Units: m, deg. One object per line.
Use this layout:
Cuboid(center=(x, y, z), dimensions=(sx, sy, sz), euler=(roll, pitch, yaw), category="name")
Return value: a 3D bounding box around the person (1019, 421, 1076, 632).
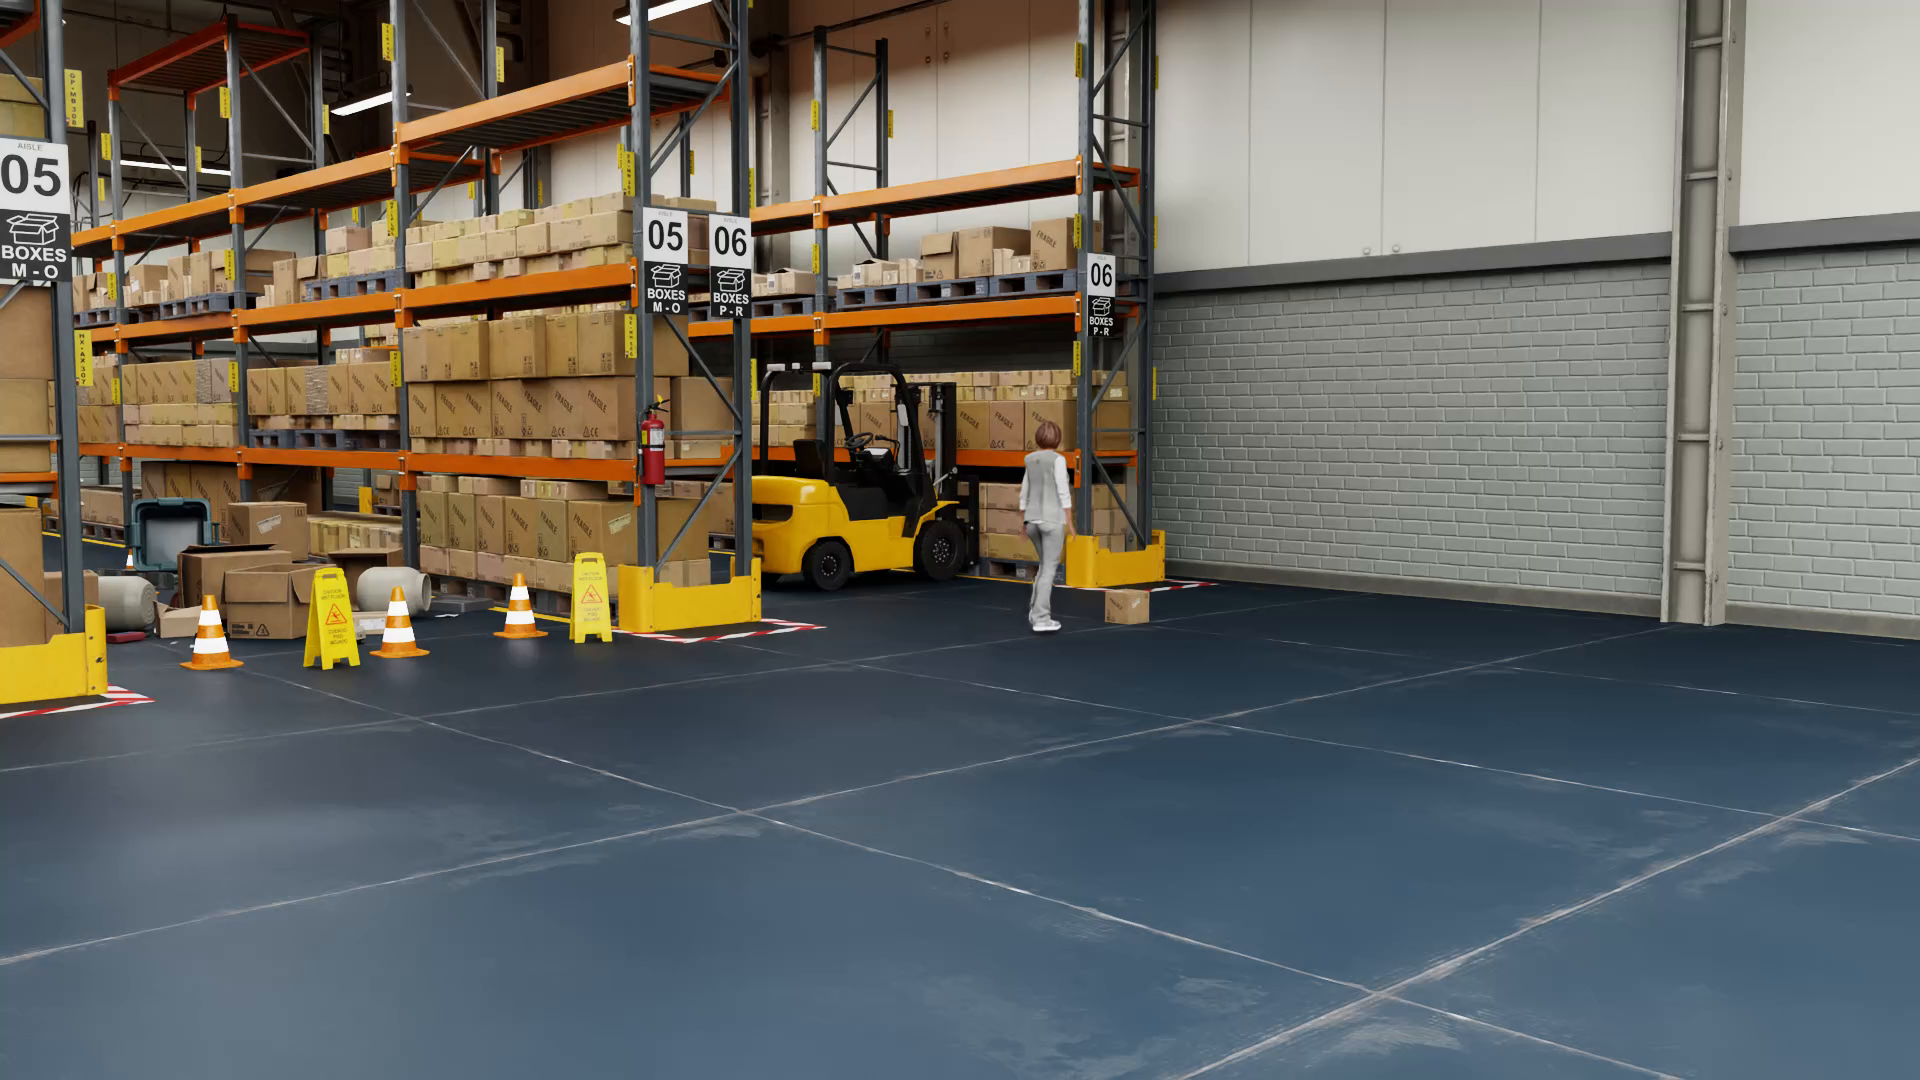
Cuboid(center=(0.636, -0.085, 12.562), dimensions=(0.421, 1.630, 0.441), euler=(-4, 6, -44), category="person")
